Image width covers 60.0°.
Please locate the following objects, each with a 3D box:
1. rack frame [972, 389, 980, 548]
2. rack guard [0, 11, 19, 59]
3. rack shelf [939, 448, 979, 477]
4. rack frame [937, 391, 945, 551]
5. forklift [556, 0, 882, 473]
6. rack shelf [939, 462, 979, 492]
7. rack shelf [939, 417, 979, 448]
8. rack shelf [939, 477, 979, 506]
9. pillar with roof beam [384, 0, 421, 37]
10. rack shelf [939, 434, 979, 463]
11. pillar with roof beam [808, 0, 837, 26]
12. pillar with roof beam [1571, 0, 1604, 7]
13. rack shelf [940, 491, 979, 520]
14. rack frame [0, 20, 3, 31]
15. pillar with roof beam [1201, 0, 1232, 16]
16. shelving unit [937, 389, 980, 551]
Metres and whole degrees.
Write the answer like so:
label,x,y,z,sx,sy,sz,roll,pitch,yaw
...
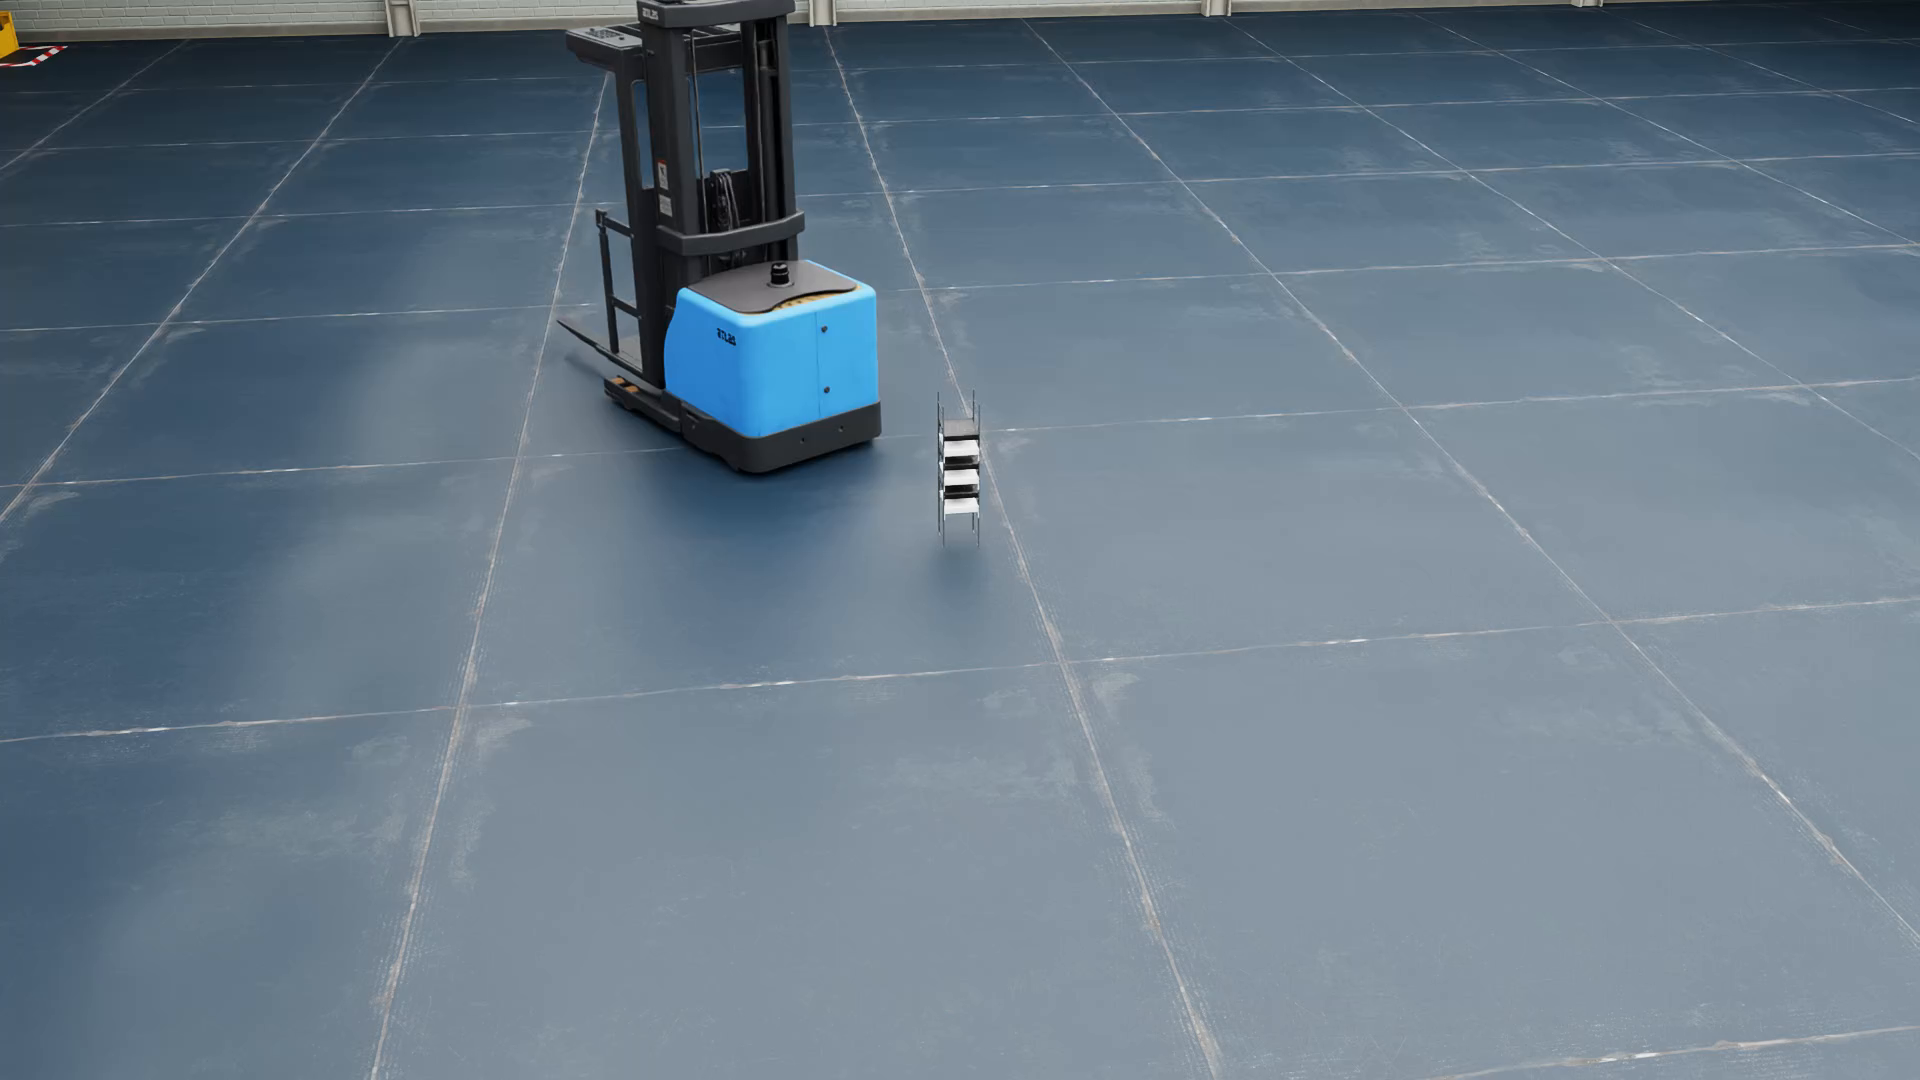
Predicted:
label,x,y,z,sx,sy,sz,roll,pitch,yaw
rack frame,0.093,-0.406,9.556,0.006,0.900,0.240,-4,27,-7
rack guard,-13.080,-6.748,22.353,0.348,0.500,1.175,-4,27,-7
rack shelf,-0.008,-0.450,9.518,0.200,0.077,0.258,-4,27,-7
rack frame,-0.109,-0.393,9.531,0.006,0.900,0.240,-4,27,-7
forklift,-1.831,-2.329,11.078,1.130,2.935,3.031,-20,33,-34
rack shelf,-0.008,-0.370,9.559,0.200,0.077,0.258,-4,27,-7
rack shelf,-0.008,-0.610,9.436,0.200,0.077,0.258,-4,27,-7
rack shelf,-0.008,-0.290,9.600,0.200,0.077,0.258,-4,27,-7
pillar with roof beam,-7.378,-9.326,18.068,0.400,9.000,9.100,-4,27,-7
rack shelf,-0.008,-0.530,9.477,0.200,0.077,0.258,-4,27,-7
pillar with roof beam,-1.436,-9.708,18.812,0.400,9.000,9.100,-4,27,-7
pillar with roof beam,10.447,-10.471,20.300,0.400,9.000,9.100,-4,27,-7
rack shelf,-0.008,-0.210,9.641,0.200,0.077,0.258,-4,27,-7
rack frame,-13.104,-7.858,21.779,0.127,3.000,1.000,-4,27,-7
pillar with roof beam,4.505,-10.089,19.556,0.400,9.000,9.100,-4,27,-7
shelving unit,-0.008,-0.400,9.544,0.210,0.900,0.258,-4,27,-7
